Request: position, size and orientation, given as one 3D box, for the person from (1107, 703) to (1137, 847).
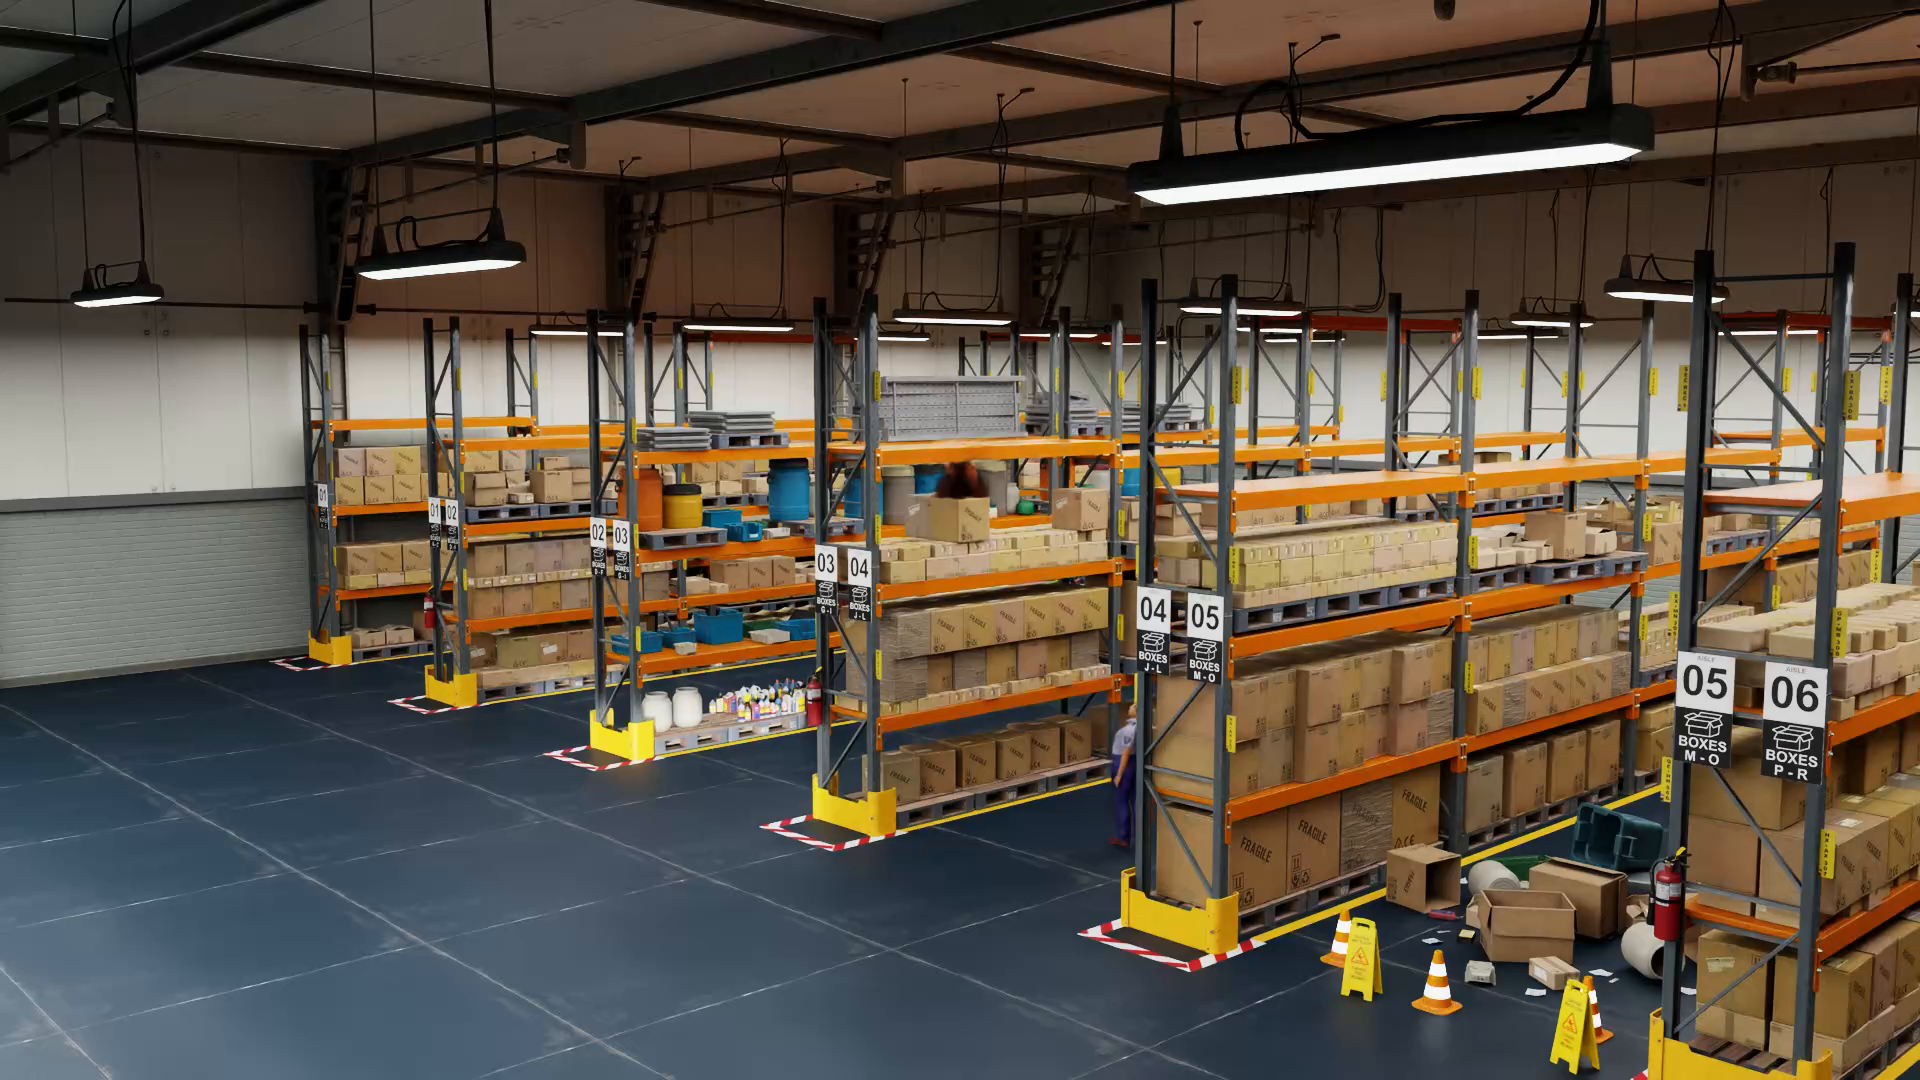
[{"bbox_3d":[1.848,2.527,18.158,0.522,1.620,0.439,-5,7,-39],"label":"person"}]
